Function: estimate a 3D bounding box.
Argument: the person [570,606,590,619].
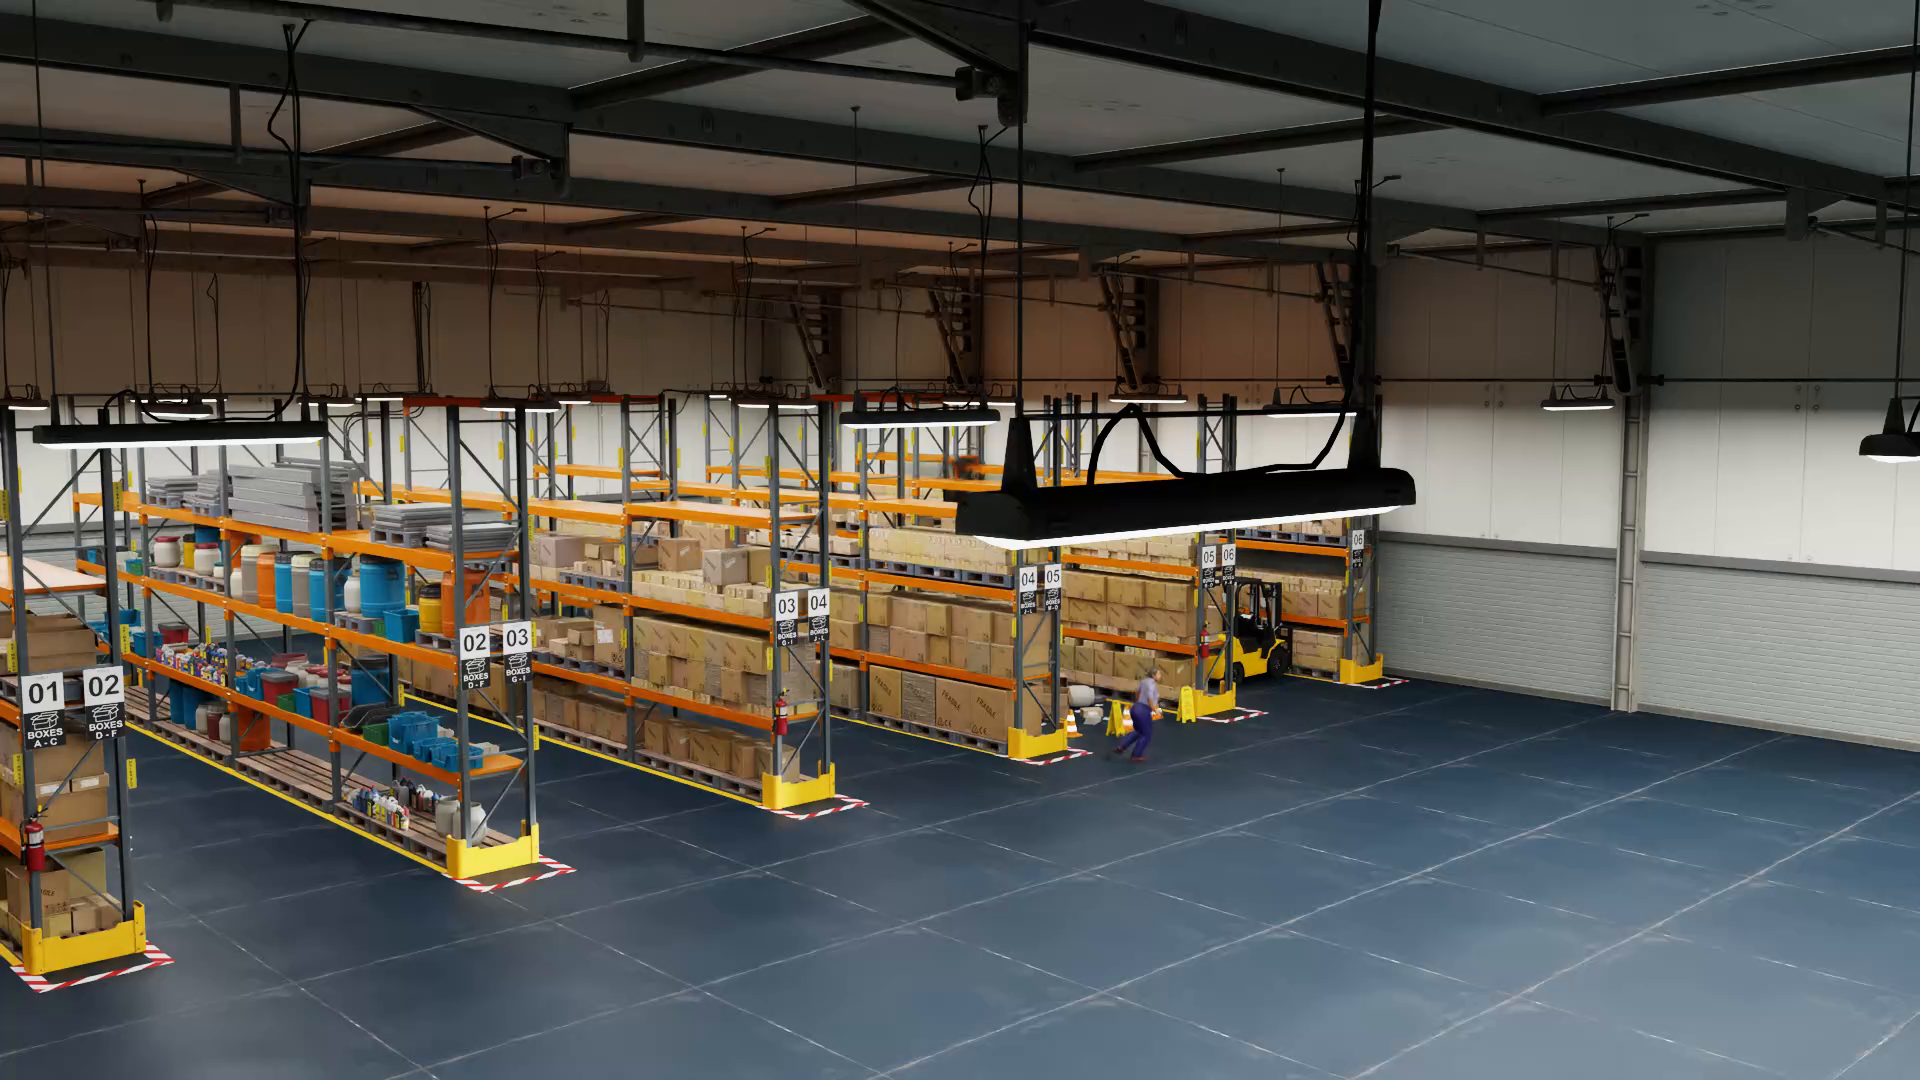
[{"bbox_3d":[-9.505,1.591,41.442,0.550,1.546,0.741,1,6,8],"label":"person"}]

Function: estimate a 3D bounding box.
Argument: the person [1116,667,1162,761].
[{"bbox_3d":[2.979,2.891,27.602,0.692,1.556,0.593,-1,6,-14],"label":"person"}]
